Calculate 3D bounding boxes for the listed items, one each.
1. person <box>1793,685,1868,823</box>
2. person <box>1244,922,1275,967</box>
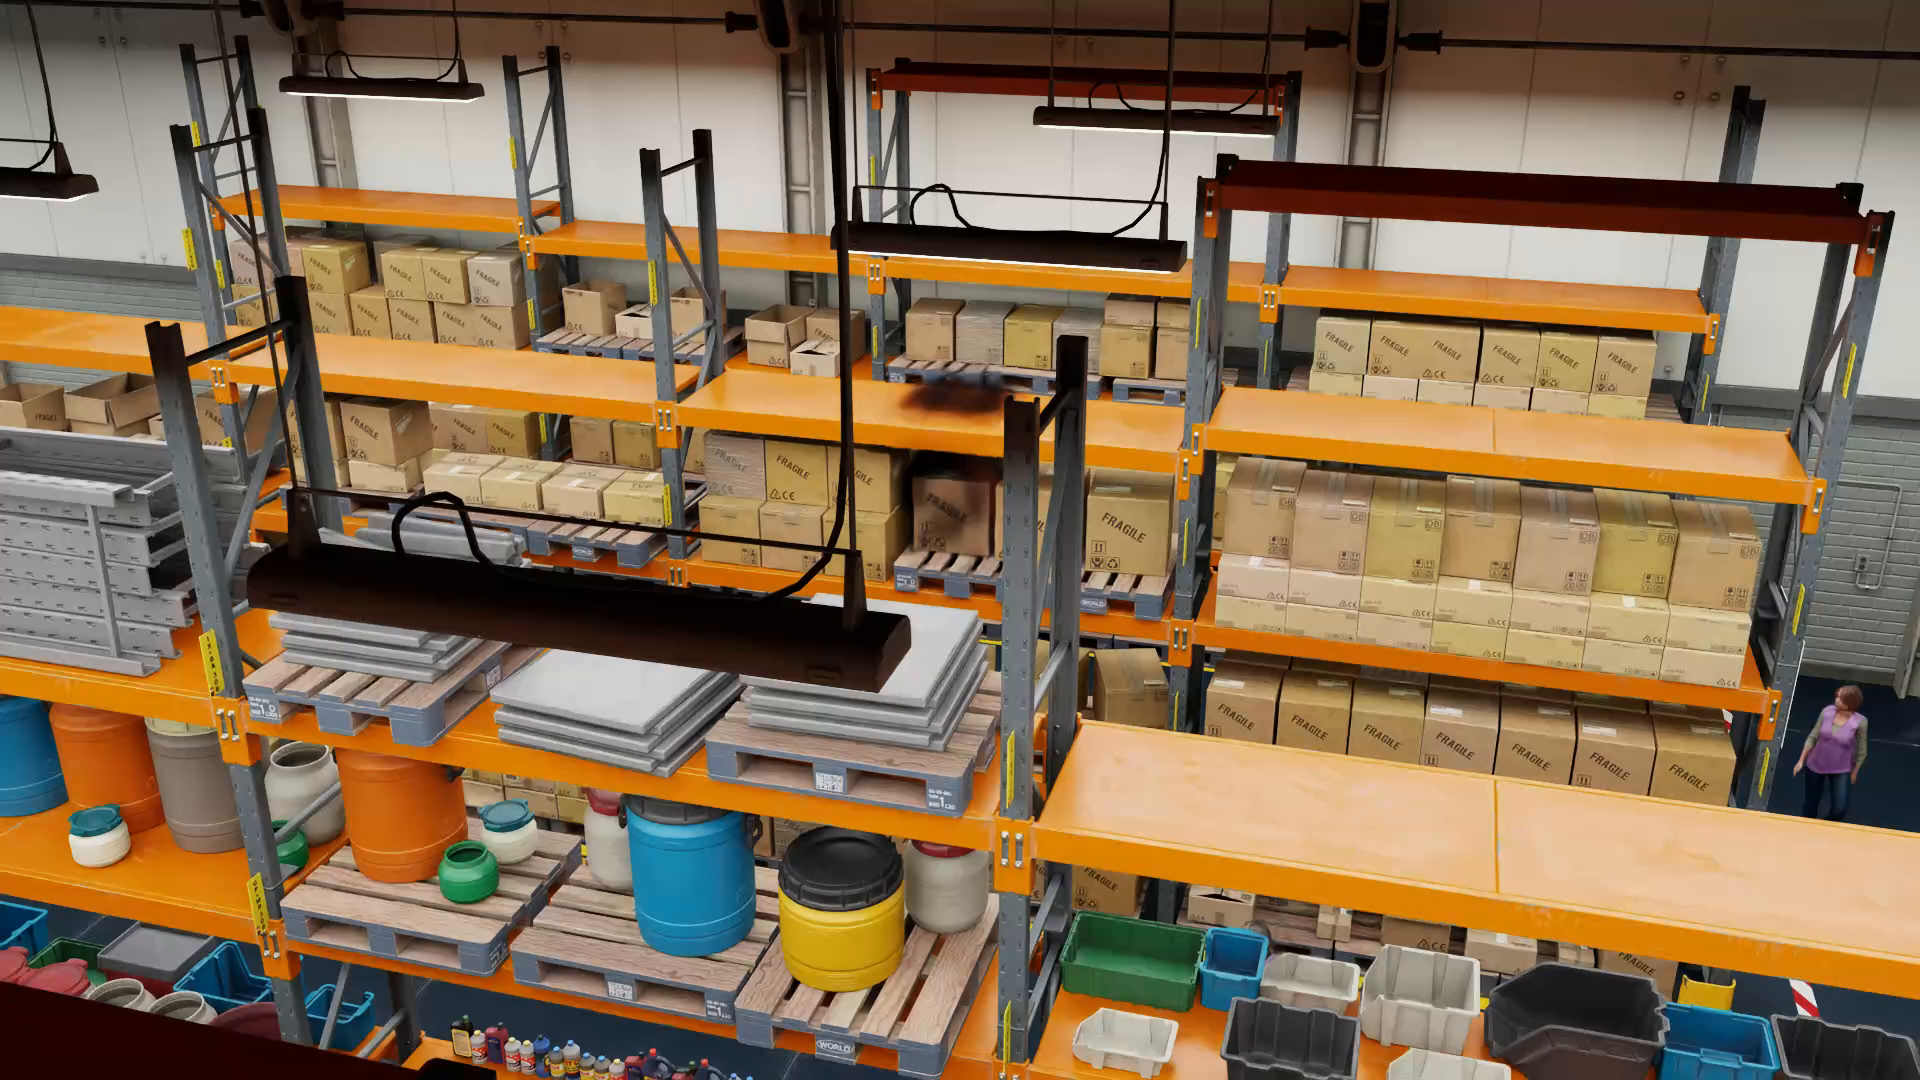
[{"bbox_3d":[7.308,1.938,14.024,0.524,1.611,0.577,9,24,20],"label":"person"},{"bbox_3d":[1.863,3.162,10.905,0.952,1.585,0.464,4,23,10],"label":"person"}]
